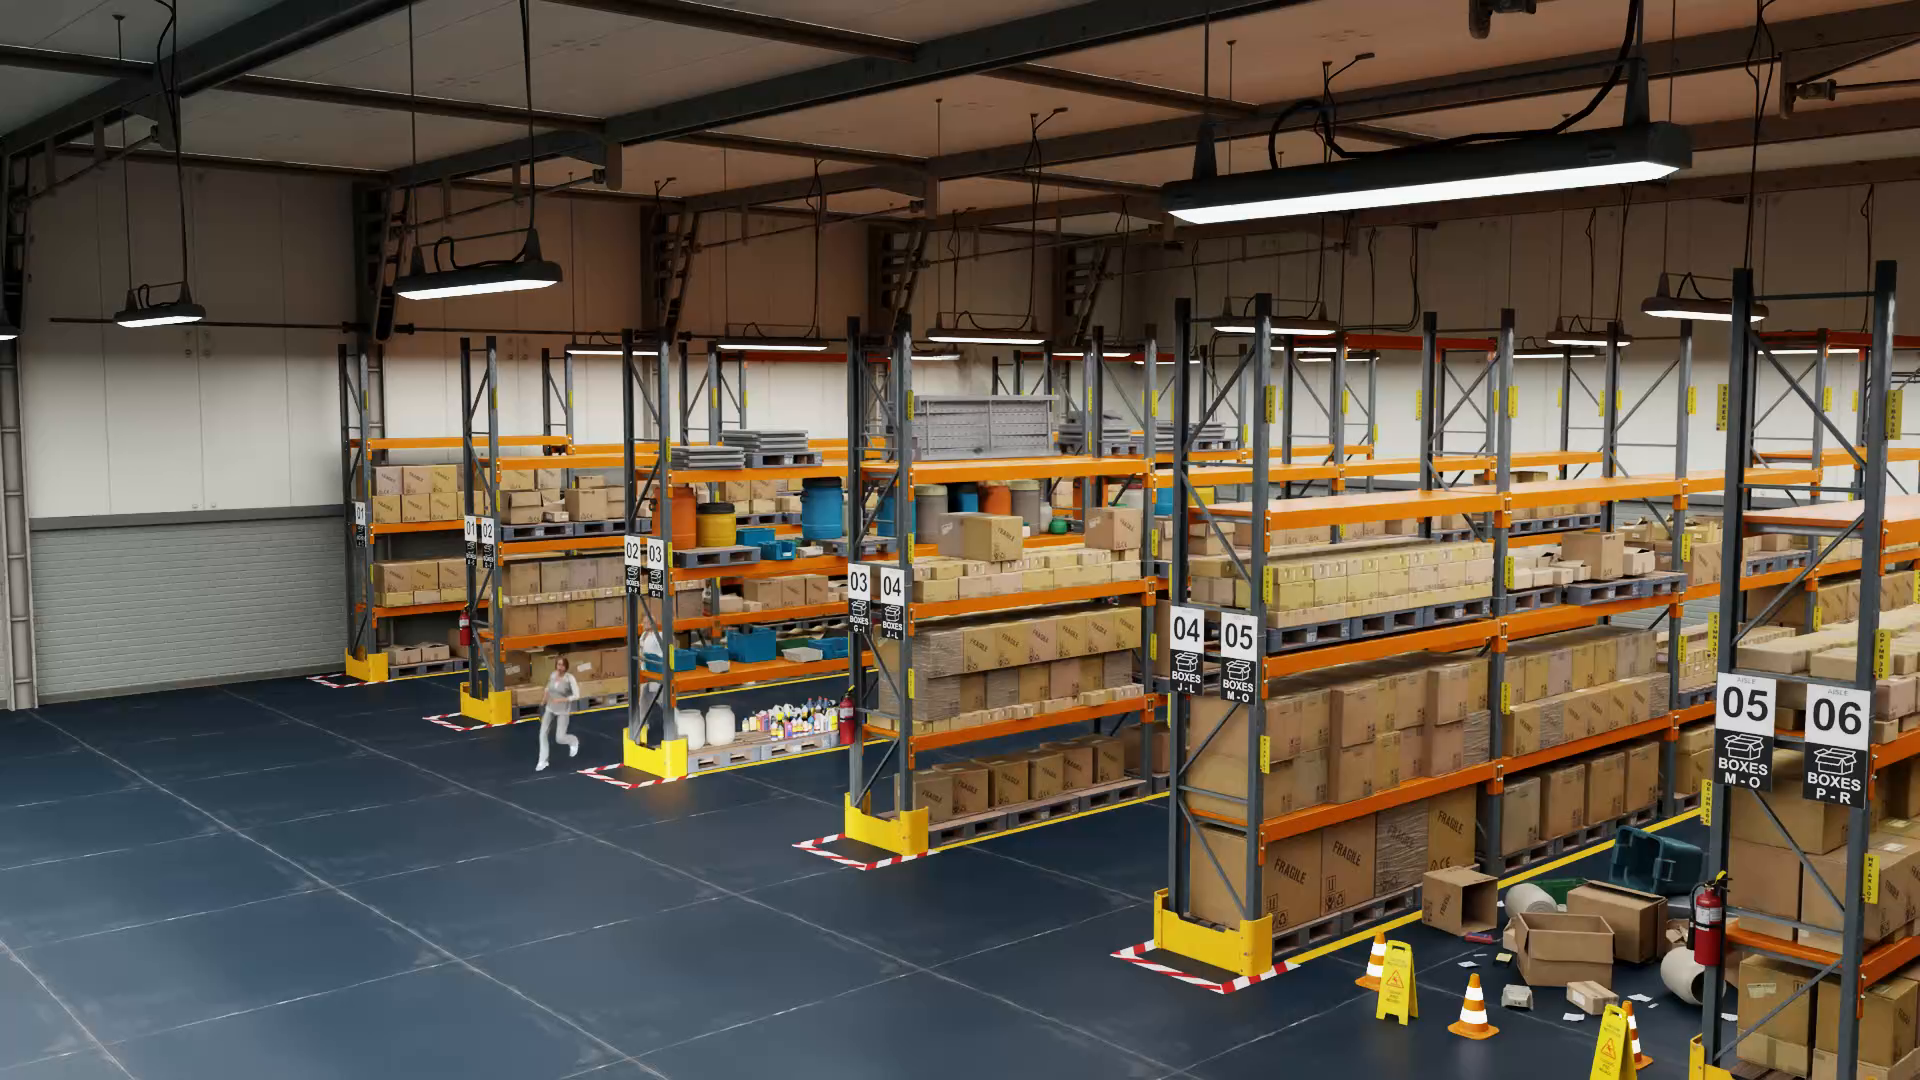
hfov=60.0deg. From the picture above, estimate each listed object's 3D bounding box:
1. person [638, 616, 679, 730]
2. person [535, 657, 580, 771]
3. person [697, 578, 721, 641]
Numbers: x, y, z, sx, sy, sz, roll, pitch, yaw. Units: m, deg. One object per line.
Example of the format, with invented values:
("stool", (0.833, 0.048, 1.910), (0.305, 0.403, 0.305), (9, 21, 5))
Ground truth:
("person", (-4.568, 2.035, 25.017), (0.695, 1.829, 0.895), (4, 7, 39))
("person", (-5.487, 2.371, 22.903), (0.568, 1.555, 0.698), (2, 5, 17))
("person", (-4.797, 1.478, 31.899), (0.585, 1.690, 0.727), (5, 7, 43))
